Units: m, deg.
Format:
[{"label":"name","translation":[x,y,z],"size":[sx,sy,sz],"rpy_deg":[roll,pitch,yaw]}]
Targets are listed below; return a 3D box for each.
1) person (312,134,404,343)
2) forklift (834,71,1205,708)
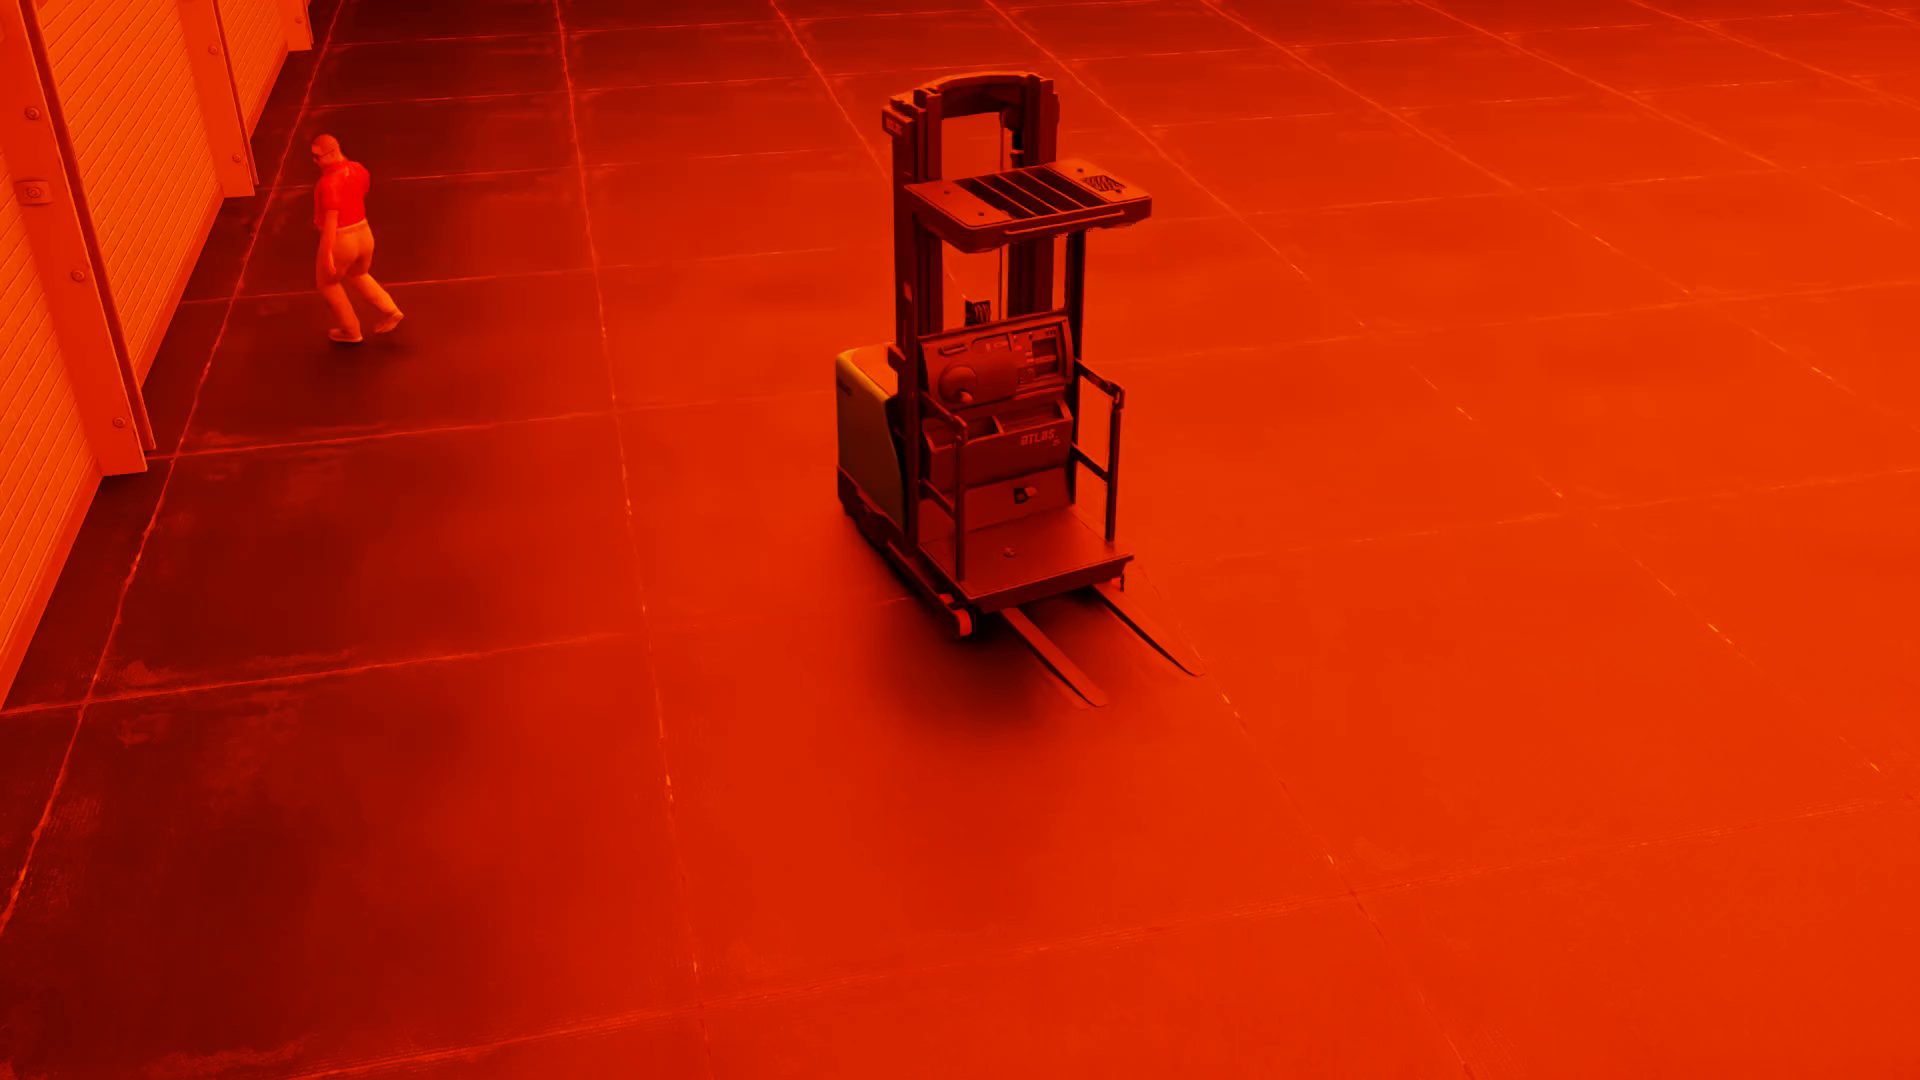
[{"label":"person","translation":[-4.774,-2.301,12.813],"size":[0.615,1.673,0.711],"rpy_deg":[15,33,24]},{"label":"forklift","translation":[0.318,-0.966,9.242],"size":[1.130,2.935,3.031],"rpy_deg":[-14,33,-23]}]
